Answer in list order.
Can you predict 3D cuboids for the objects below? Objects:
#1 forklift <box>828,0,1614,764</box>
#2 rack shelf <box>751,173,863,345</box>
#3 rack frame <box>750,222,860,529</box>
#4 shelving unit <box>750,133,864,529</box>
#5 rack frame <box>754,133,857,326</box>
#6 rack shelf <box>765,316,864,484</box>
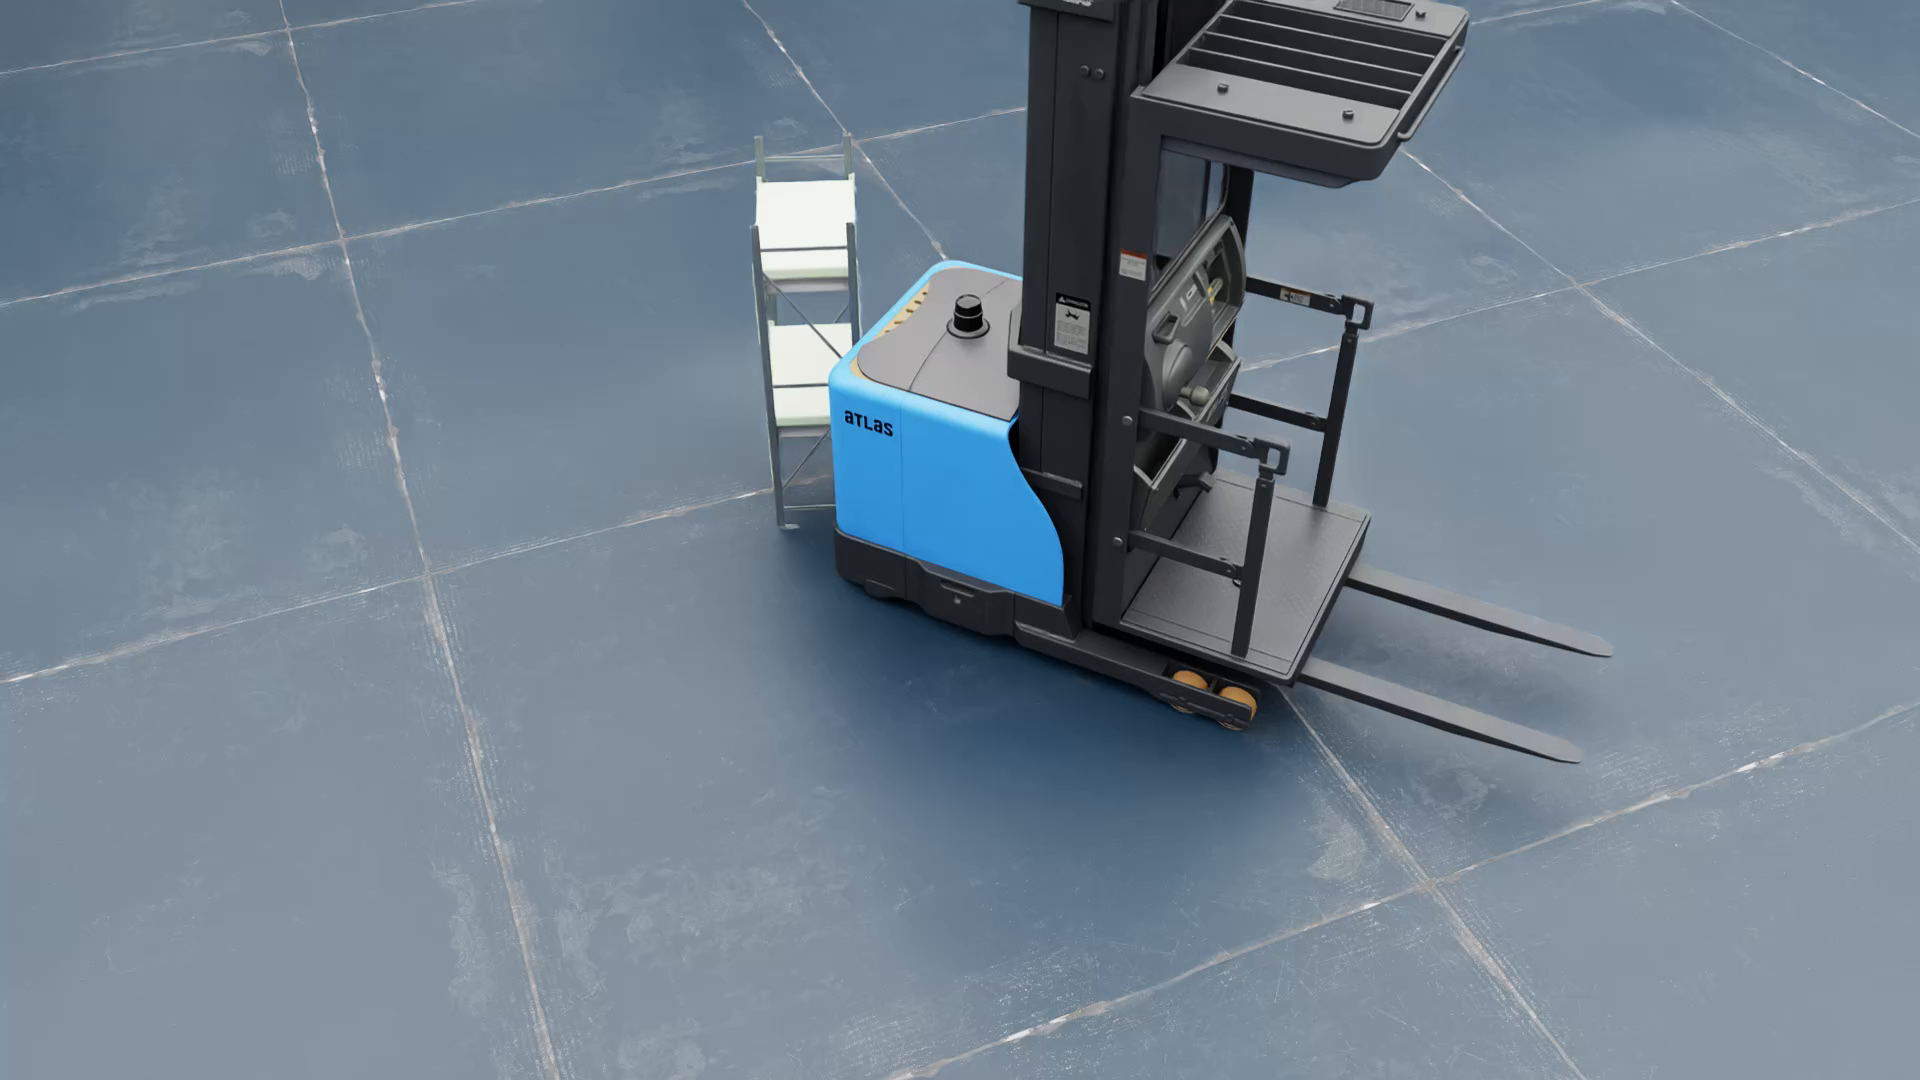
[{"bbox_3d":[1.028,-0.780,5.909,3.031,2.935,1.130,18,44,20],"label":"forklift"},{"bbox_3d":[-0.627,-1.167,6.858,0.431,0.370,0.720,-3,41,-3],"label":"rack shelf"},{"bbox_3d":[-0.602,-0.633,6.836,0.400,1.500,0.023,-3,41,-3],"label":"rack frame"},{"bbox_3d":[-0.627,-0.871,7.113,0.431,1.500,0.755,-3,41,-3],"label":"shelving unit"},{"bbox_3d":[-0.653,-1.109,7.389,0.400,1.500,0.023,-3,41,-3],"label":"rack frame"},{"bbox_3d":[-0.627,-0.624,7.325,0.431,0.370,0.720,-3,41,-3],"label":"rack shelf"}]
